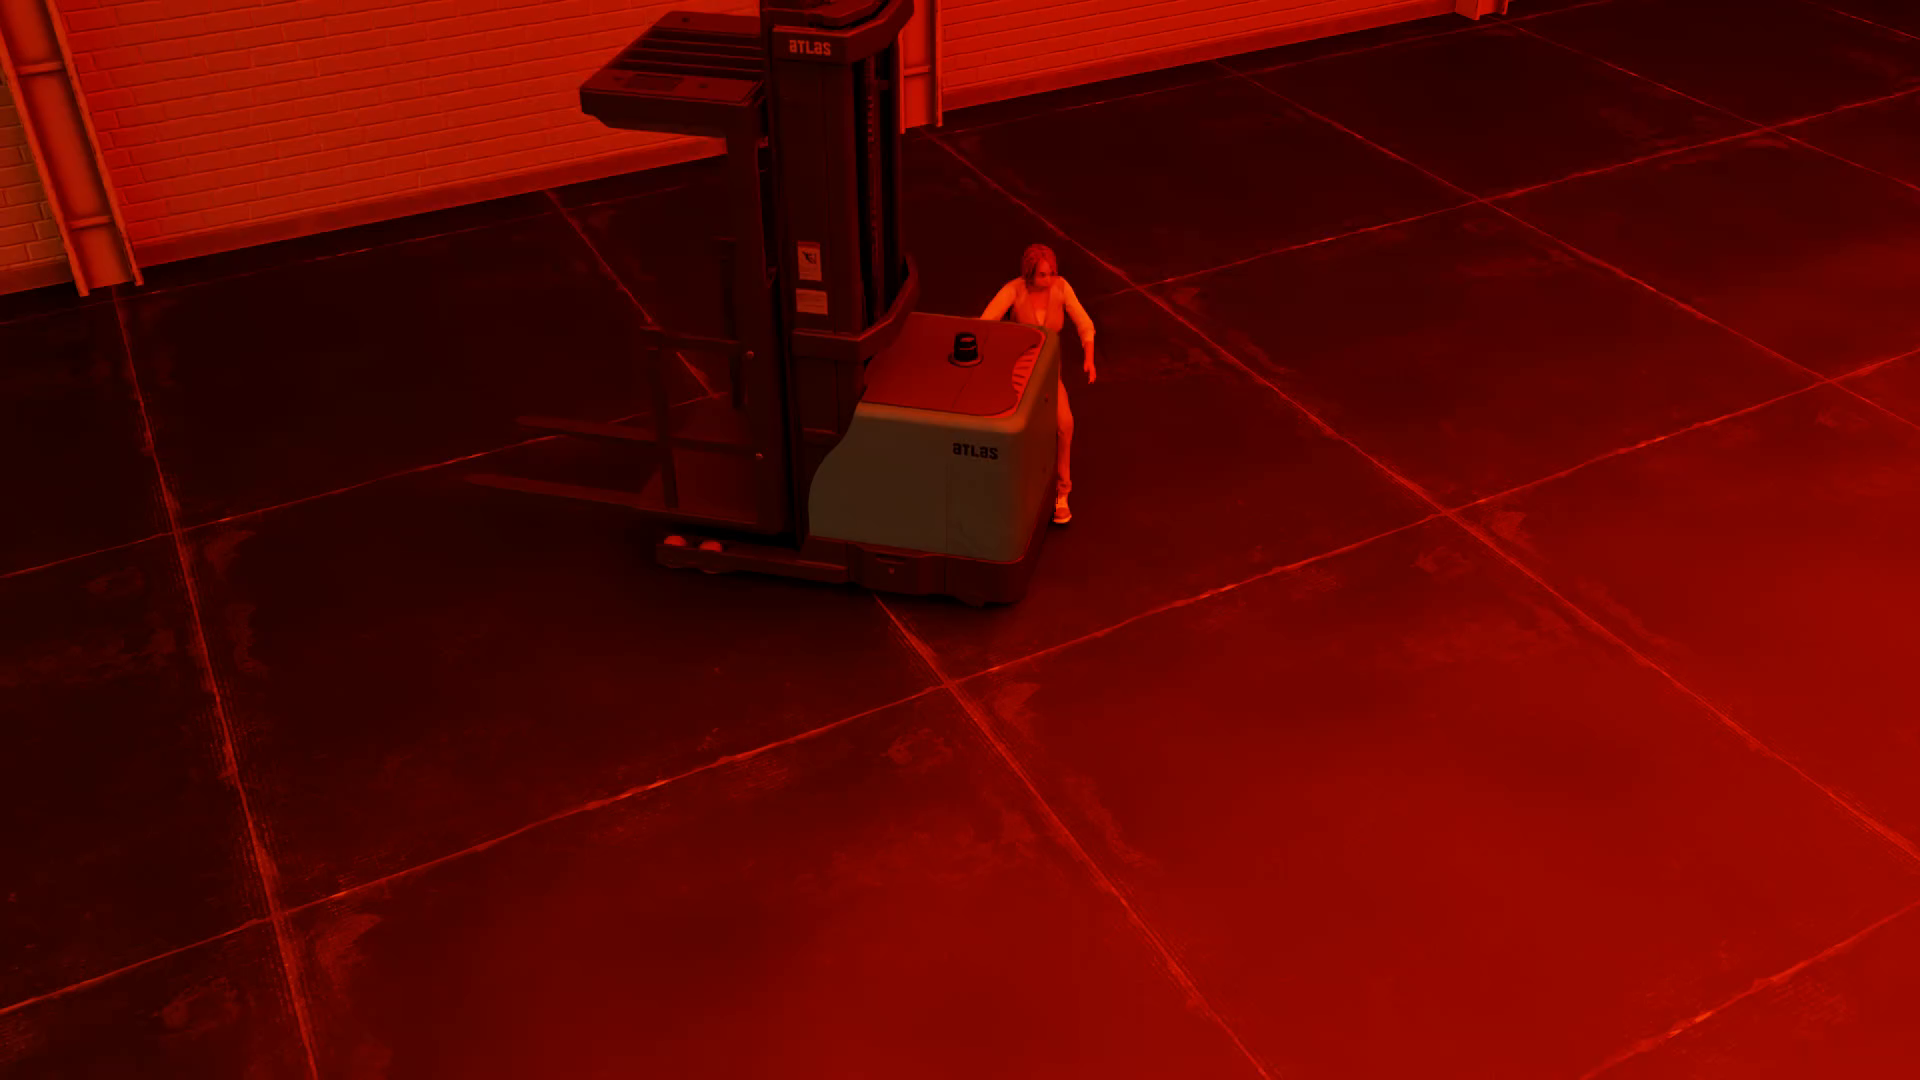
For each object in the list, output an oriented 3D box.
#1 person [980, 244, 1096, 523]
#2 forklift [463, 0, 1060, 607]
[{"bbox_3d":[0.455,-0.814,8.666,0.679,1.394,0.760,-15,38,-20],"label":"person"},{"bbox_3d":[-1.060,-1.313,7.981,3.031,2.935,1.130,8,36,11],"label":"forklift"}]
